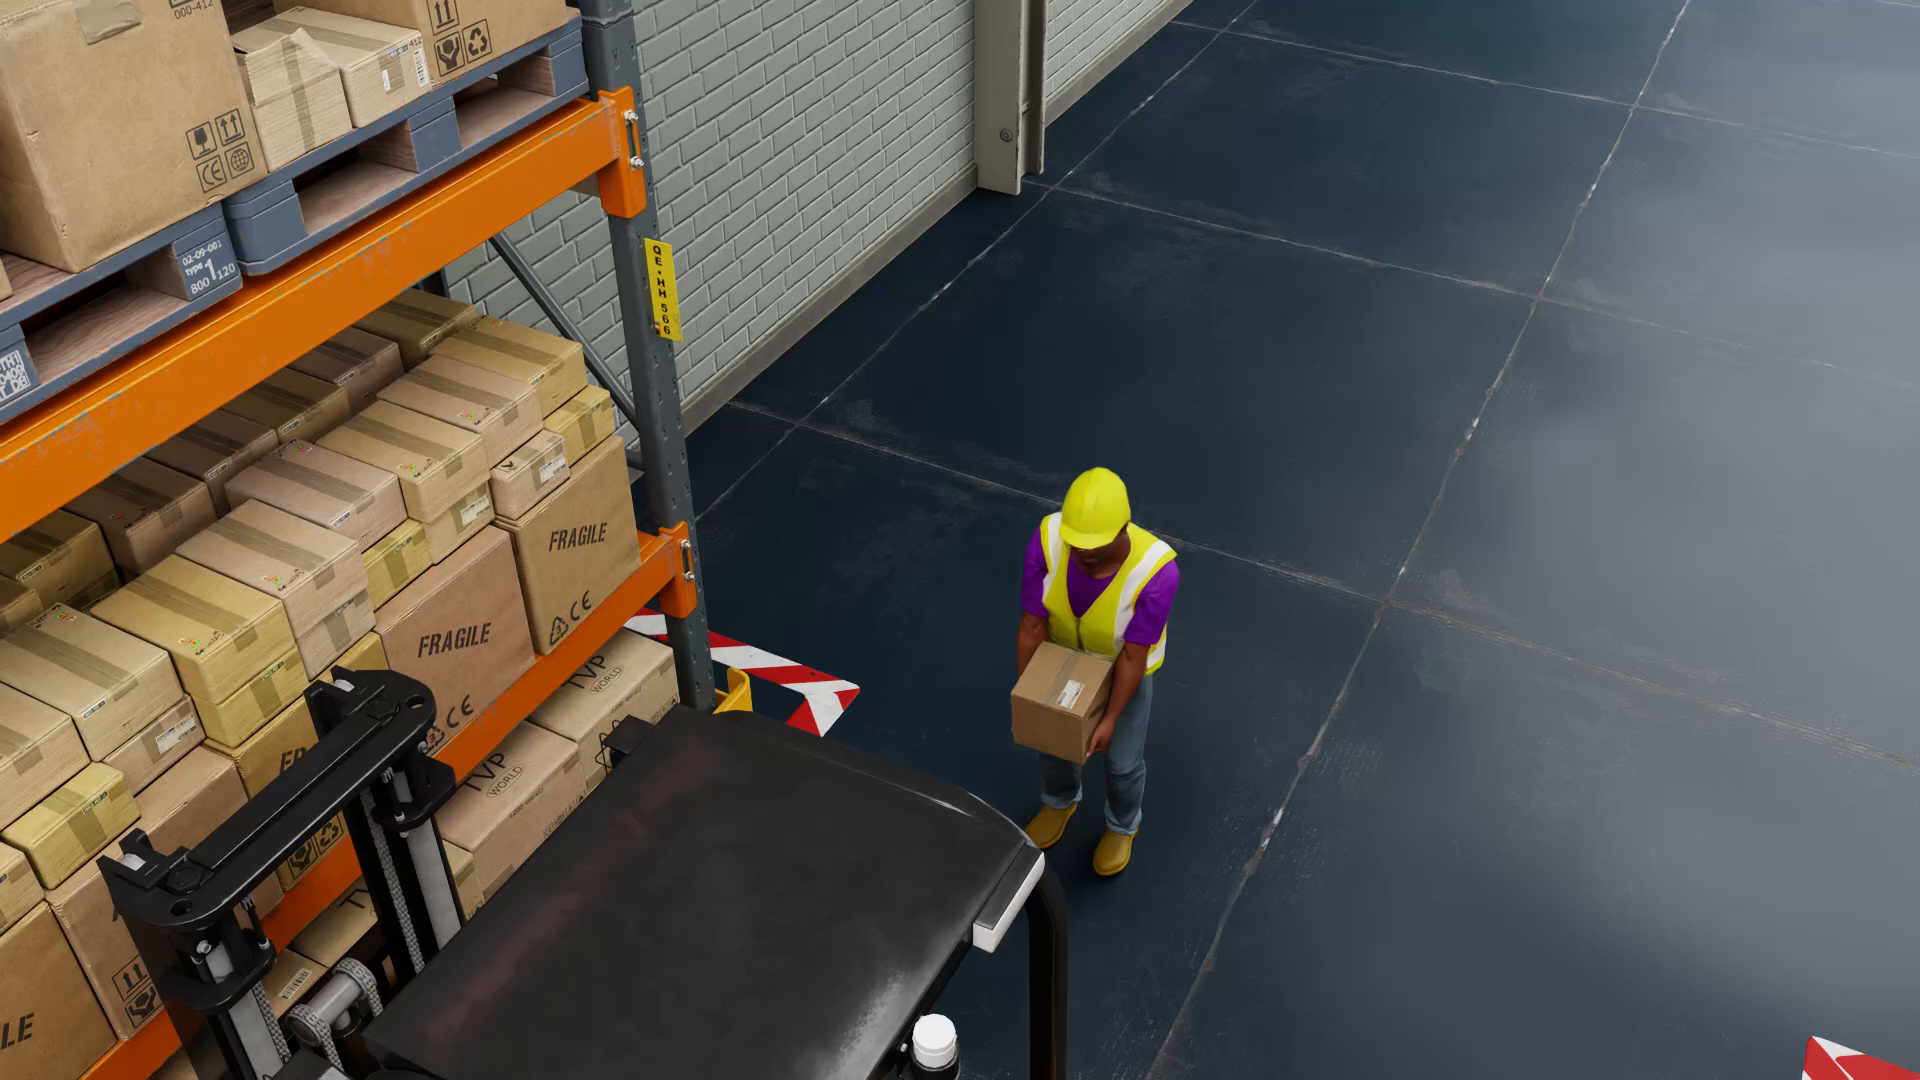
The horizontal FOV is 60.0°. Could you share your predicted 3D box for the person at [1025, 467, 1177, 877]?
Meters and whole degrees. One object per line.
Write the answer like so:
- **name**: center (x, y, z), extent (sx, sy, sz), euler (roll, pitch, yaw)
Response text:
- **person**: center (0.451, 0.439, 5.590), extent (0.458, 1.733, 0.532), euler (17, 41, 21)
